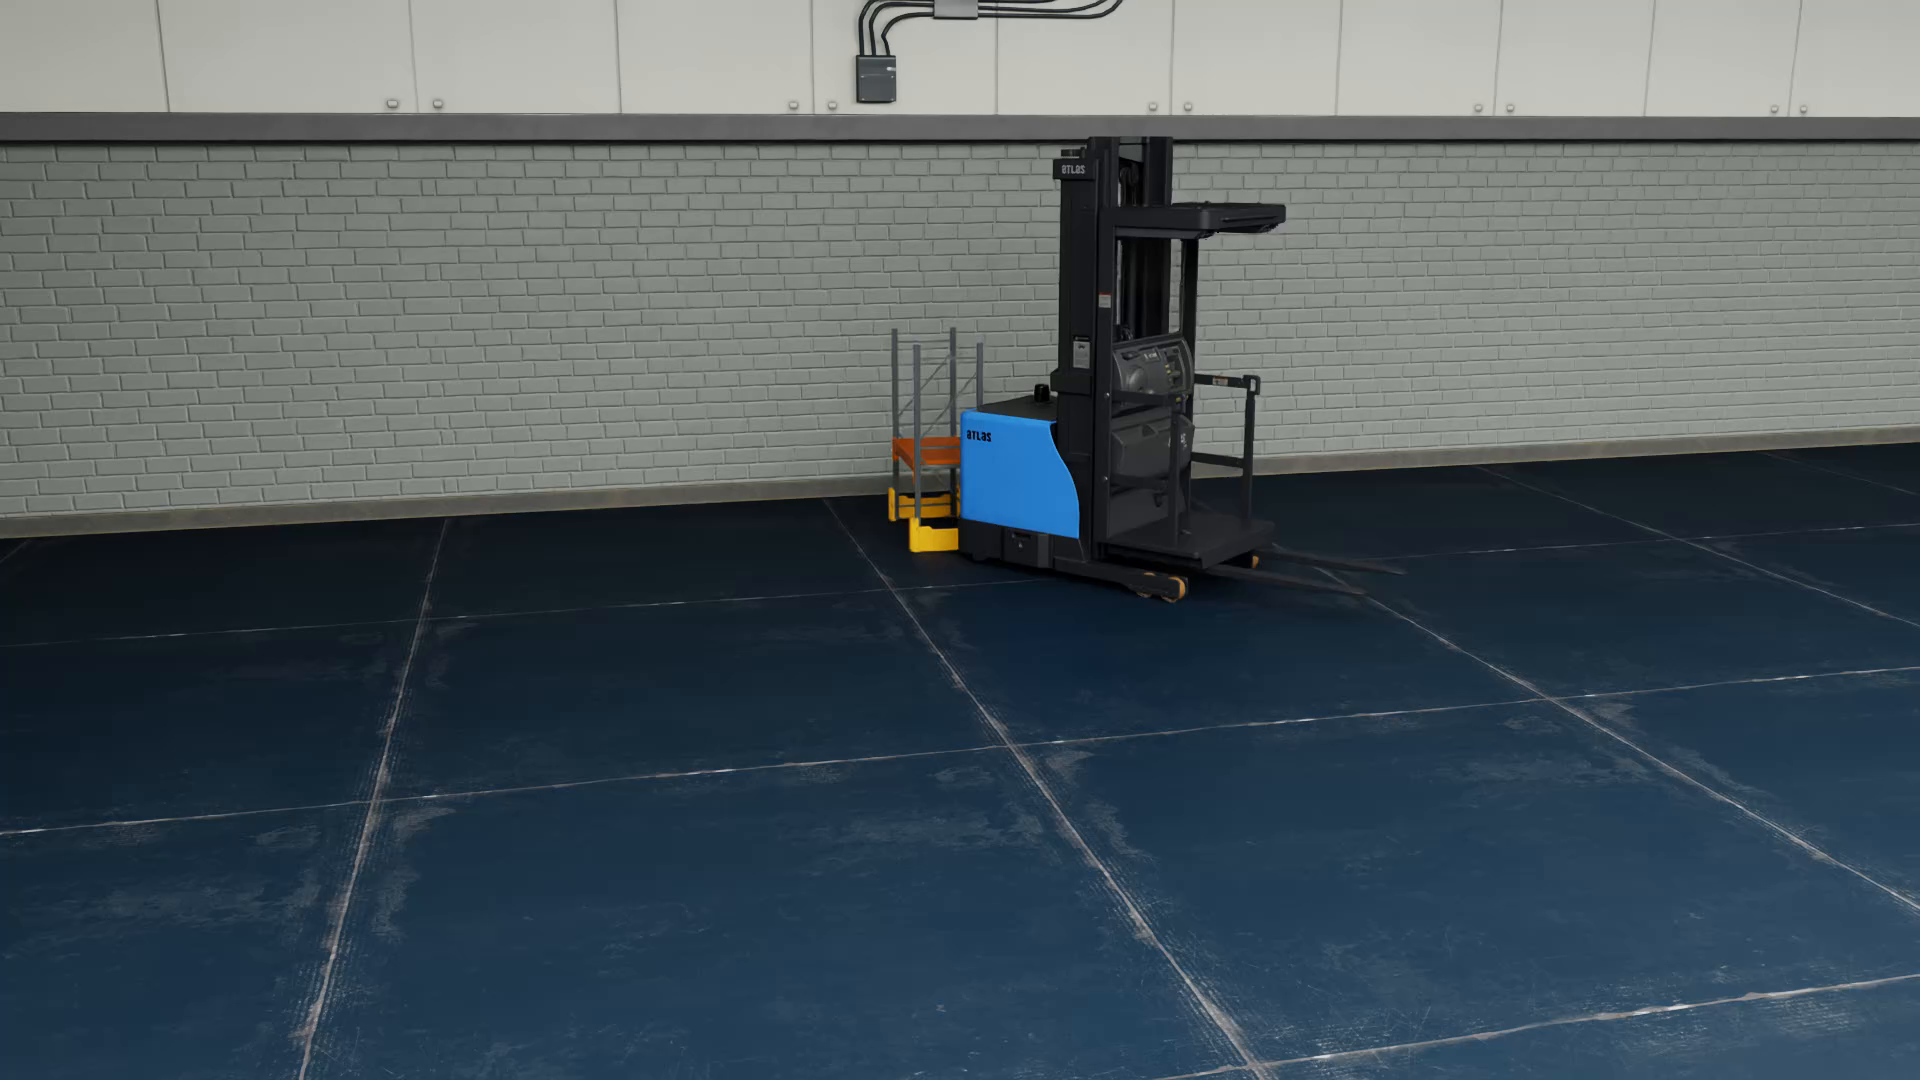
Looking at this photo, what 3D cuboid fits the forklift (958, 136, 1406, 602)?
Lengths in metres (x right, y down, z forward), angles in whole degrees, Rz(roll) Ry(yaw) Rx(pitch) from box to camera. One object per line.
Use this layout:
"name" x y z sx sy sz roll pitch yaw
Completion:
"forklift" 1.461 -1.161 11.005 3.031 2.935 1.130 10 17 36

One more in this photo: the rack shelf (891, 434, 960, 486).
"rack shelf" -0.178 -0.609 12.520 0.538 0.185 1.000 -3 14 -11

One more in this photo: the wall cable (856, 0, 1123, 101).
"wall cable" 0.312 -6.454 12.716 2.305 6.003 0.169 -3 14 -13

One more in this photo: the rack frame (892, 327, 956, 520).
"rack frame" -0.276 -0.903 12.961 0.500 1.500 0.032 -3 14 -11

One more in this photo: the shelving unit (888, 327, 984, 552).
"shelving unit" -0.177 -0.782 12.468 0.587 1.500 1.083 -3 14 -11

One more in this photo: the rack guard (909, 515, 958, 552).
"rack guard" -0.081 -0.059 12.142 0.587 0.250 0.087 -3 14 -11

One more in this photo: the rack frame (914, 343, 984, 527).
"rack frame" -0.080 -0.666 11.992 0.500 1.500 0.032 -3 14 -11

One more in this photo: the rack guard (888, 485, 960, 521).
"rack guard" -0.272 -0.291 13.091 0.587 0.250 0.087 -3 14 -11
